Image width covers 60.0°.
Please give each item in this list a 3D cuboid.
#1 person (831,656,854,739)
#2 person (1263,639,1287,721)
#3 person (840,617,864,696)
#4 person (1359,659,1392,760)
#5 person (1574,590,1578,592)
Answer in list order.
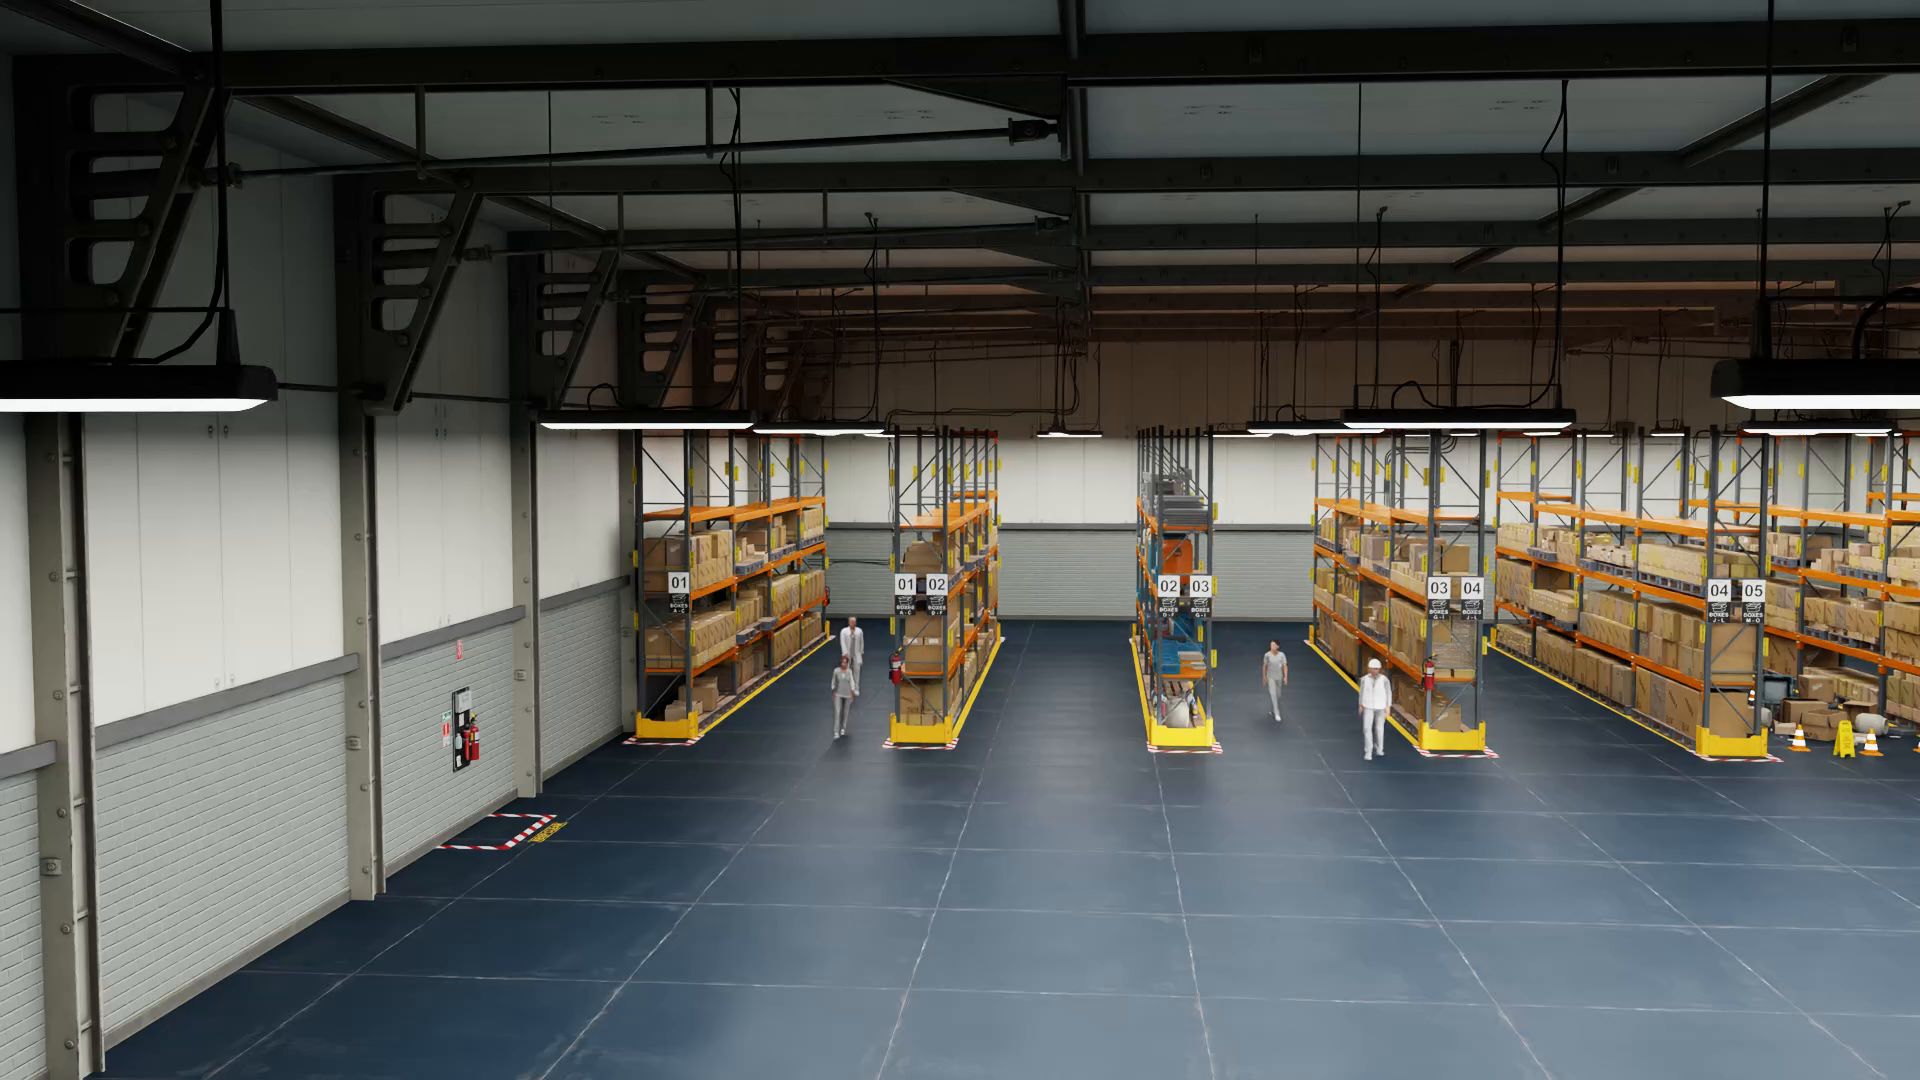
[{"bbox_3d":[-2.252,3.012,31.923,0.465,1.564,0.828,-1,4,-14],"label":"person"},{"bbox_3d":[6.455,2.837,33.997,0.469,1.631,0.948,0,3,-3],"label":"person"},{"bbox_3d":[-2.421,2.593,37.421,0.564,1.725,1.063,-1,3,-11],"label":"person"},{"bbox_3d":[7.487,3.042,30.012,0.591,1.799,0.632,1,4,21],"label":"person"},{"bbox_3d":[17.219,2.090,46.649,1.015,1.598,0.434,2,4,27],"label":"person"}]
